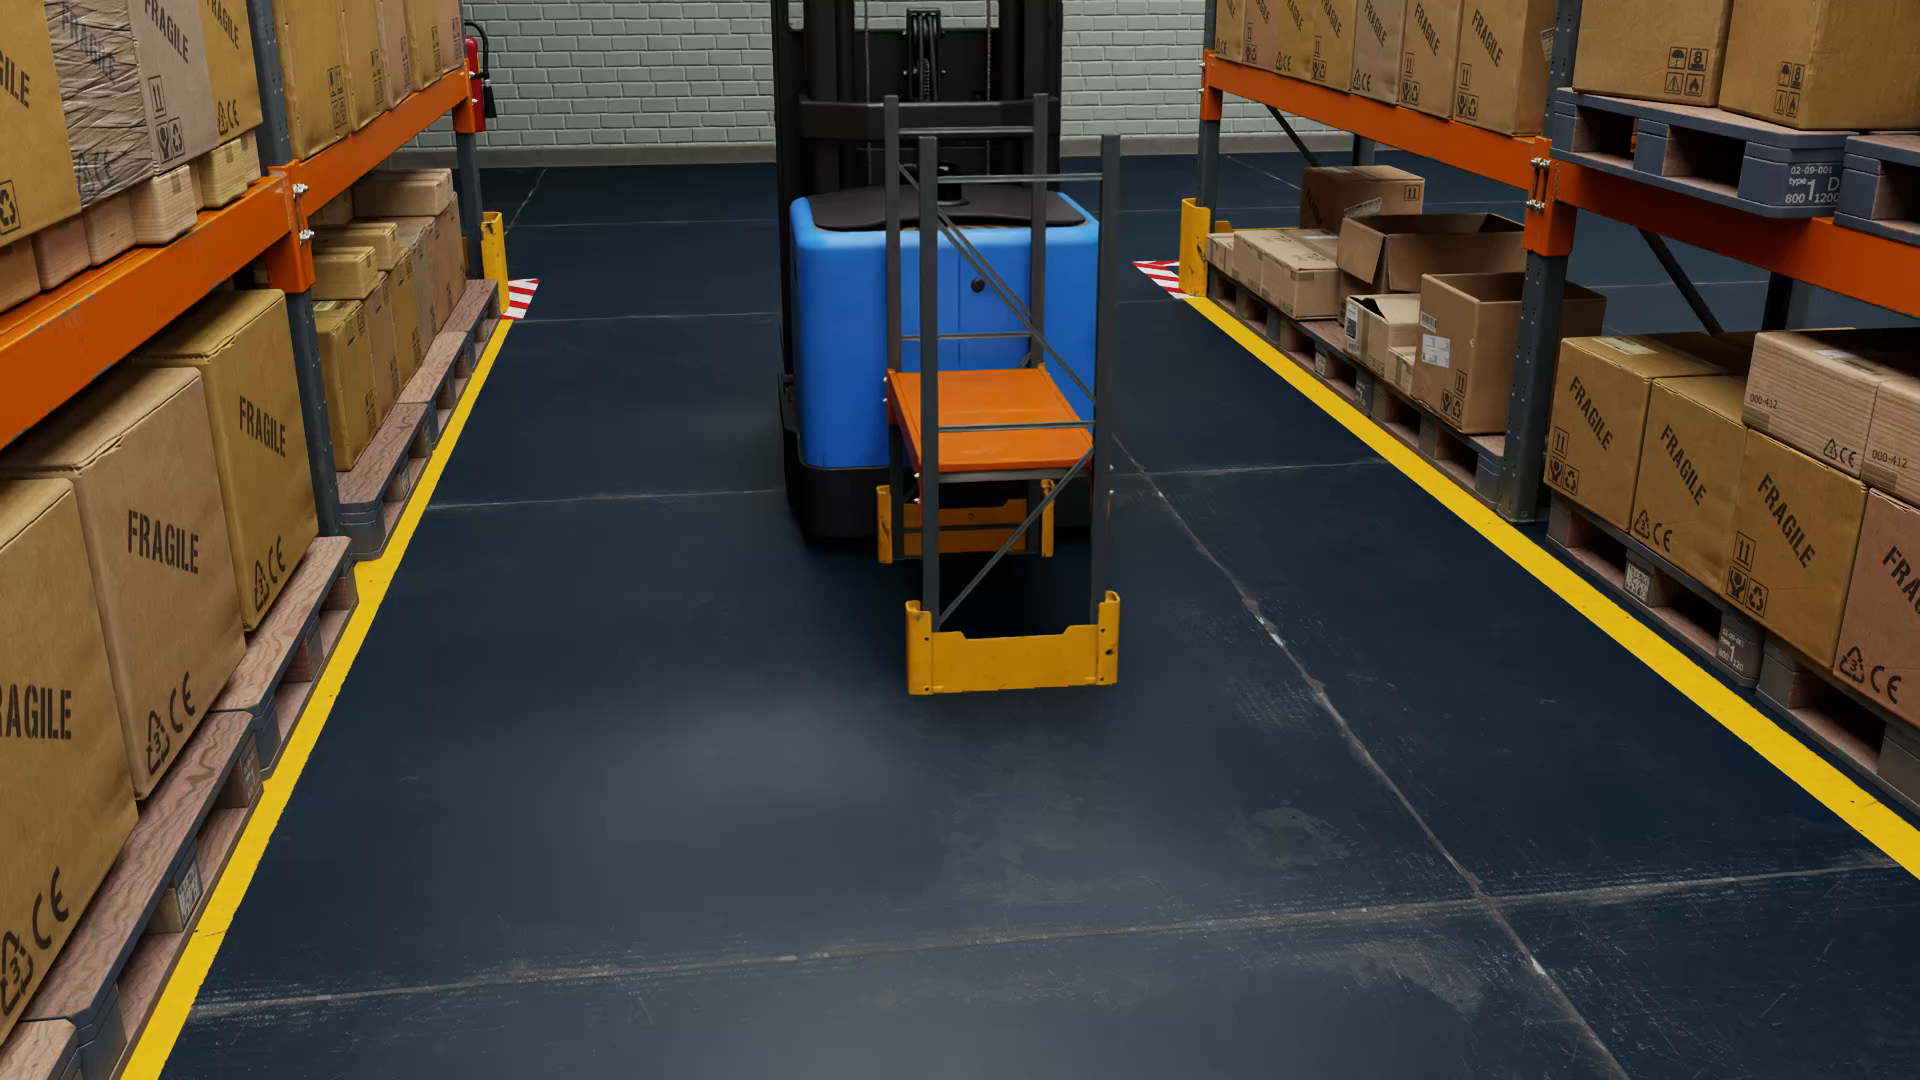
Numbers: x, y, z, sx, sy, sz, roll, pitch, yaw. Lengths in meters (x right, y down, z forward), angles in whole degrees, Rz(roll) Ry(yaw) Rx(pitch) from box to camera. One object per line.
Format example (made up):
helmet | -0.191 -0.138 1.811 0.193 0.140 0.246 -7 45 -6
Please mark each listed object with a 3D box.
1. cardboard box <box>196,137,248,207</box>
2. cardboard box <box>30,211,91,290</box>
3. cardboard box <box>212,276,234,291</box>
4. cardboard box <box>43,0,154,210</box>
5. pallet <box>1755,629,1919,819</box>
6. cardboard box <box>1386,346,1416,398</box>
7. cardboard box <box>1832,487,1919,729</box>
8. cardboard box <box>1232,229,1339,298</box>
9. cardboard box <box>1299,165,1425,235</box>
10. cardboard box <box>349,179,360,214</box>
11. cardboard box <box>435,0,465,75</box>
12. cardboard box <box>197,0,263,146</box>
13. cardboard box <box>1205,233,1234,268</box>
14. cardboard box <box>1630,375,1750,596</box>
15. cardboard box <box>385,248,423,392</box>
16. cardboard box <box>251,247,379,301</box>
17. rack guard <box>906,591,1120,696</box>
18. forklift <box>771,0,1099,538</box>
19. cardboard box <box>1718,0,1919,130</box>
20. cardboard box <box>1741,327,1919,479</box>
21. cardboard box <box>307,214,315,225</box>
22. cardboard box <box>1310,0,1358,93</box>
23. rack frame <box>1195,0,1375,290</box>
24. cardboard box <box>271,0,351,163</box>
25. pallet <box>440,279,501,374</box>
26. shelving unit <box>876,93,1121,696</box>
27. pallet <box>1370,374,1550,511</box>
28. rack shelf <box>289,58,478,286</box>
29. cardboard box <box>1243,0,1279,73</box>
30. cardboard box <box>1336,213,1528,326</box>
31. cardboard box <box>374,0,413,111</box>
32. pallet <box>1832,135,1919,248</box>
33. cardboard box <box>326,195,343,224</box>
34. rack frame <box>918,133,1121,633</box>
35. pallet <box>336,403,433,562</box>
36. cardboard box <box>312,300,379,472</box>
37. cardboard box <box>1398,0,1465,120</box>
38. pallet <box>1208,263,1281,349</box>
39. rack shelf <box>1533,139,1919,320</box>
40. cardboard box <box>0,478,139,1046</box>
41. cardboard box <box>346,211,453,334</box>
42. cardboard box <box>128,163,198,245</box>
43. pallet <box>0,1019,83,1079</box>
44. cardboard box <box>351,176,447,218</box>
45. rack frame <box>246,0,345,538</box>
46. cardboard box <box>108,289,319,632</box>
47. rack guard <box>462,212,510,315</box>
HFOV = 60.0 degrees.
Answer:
cardboard box | -2.088 -0.954 4.313 0.380 0.149 0.250 -3 21 -7
cardboard box | -2.008 -0.598 3.360 0.380 0.149 0.250 -3 21 -9
cardboard box | -2.659 -0.785 5.575 0.380 0.149 0.250 -3 21 -8
cardboard box | -2.013 -0.949 3.373 0.500 0.500 0.500 -3 21 -8
pallet | 2.759 0.507 4.057 1.003 0.211 1.213 -3 21 -8
cardboard box | 1.949 -0.683 6.702 0.380 0.149 0.250 -3 21 -8
cardboard box | 2.478 0.175 3.904 0.500 0.500 0.500 -4 21 -10
cardboard box | 1.718 -1.429 8.557 0.500 0.250 0.500 -3 21 -8
cardboard box | 2.170 -1.746 9.049 0.500 0.500 0.500 -3 21 -8
cardboard box | -2.995 -1.586 7.721 0.380 0.149 0.250 -3 21 -8
cardboard box | -2.970 -2.600 7.963 0.980 0.700 0.700 -2 21 -5
cardboard box | -2.161 -1.299 4.312 0.500 0.500 0.500 -3 21 -9
cardboard box | 1.568 -1.595 9.146 0.380 0.149 0.250 -3 21 -8
cardboard box | 2.341 -0.173 4.837 0.500 0.500 0.500 -3 21 -7
cardboard box | -2.624 -0.893 6.792 0.700 0.500 0.500 -2 21 -6
cardboard box | -2.352 -0.973 6.078 0.380 0.149 0.250 -2 21 -6
rack guard | 0.145 0.285 4.596 0.587 0.250 0.087 -3 21 -7
forklift | -0.192 -1.857 6.500 1.130 2.935 3.031 -3 21 -7
cardboard box | 2.434 -1.336 4.262 0.700 0.500 0.500 0 20 1
cardboard box | 2.398 -0.363 4.272 0.500 0.250 0.500 -3 21 -8
cardboard box | -2.849 -1.235 6.781 0.380 0.149 0.250 -3 21 -9
cardboard box | 1.871 -2.242 7.288 0.500 0.500 0.500 -3 21 -7
rack frame | 1.848 -2.887 9.159 1.000 3.000 0.127 -3 21 -8
cardboard box | -2.539 -1.580 5.231 0.980 0.700 0.700 -3 21 -7
pallet | -2.861 -1.057 8.244 1.003 0.211 1.213 -3 21 -8
shelving unit | 0.082 -0.473 4.840 0.587 1.500 1.083 -3 21 -7
pallet | 2.327 -0.434 6.576 1.003 0.211 1.213 -3 21 -8
rack shelf | -2.765 -1.606 6.758 1.077 0.370 4.000 -3 21 -8
cardboard box | 1.731 -2.589 8.217 0.500 0.500 0.500 -3 21 -8
cardboard box | 2.149 -1.189 7.552 0.797 0.503 0.637 -3 21 -8
cardboard box | -2.753 -2.085 6.582 0.980 0.700 0.700 -4 21 -10
pallet | 2.716 -0.700 3.579 1.003 0.211 1.213 -3 21 -8
cardboard box | -2.922 -1.411 7.253 0.380 0.149 0.250 -3 21 -7
rack frame | 0.148 -0.294 4.359 0.500 1.500 0.032 -3 21 -7
pallet | -2.509 -0.212 5.982 1.003 0.211 1.213 -3 21 -8
cardboard box | -2.483 -0.541 5.850 0.700 0.500 0.500 -3 21 -7
cardboard box | 2.023 -1.888 6.340 0.500 0.500 0.500 -2 21 -6
pallet | 1.975 -1.278 8.838 1.003 0.211 1.213 -3 21 -8
rack shelf | 2.713 -0.473 3.723 1.077 0.370 4.000 -3 21 -8
cardboard box | -1.996 0.379 2.886 0.750 0.750 0.750 -3 21 -8
cardboard box | -2.781 -1.251 7.751 0.700 0.500 0.500 -3 21 -8
cardboard box | -1.999 -0.773 3.830 0.380 0.149 0.250 -3 21 -8
pallet | -1.939 1.163 2.299 1.003 0.211 1.213 -3 21 -8
cardboard box | -2.617 -1.605 7.770 0.380 0.149 0.250 -2 21 -6
rack frame | -2.477 -1.251 4.779 1.000 3.000 0.127 -3 21 -8
cardboard box | -2.254 -0.222 4.496 0.750 0.750 0.750 -3 21 -7
rack guard | -3.057 -1.473 8.946 1.175 0.500 0.348 -3 21 -8
